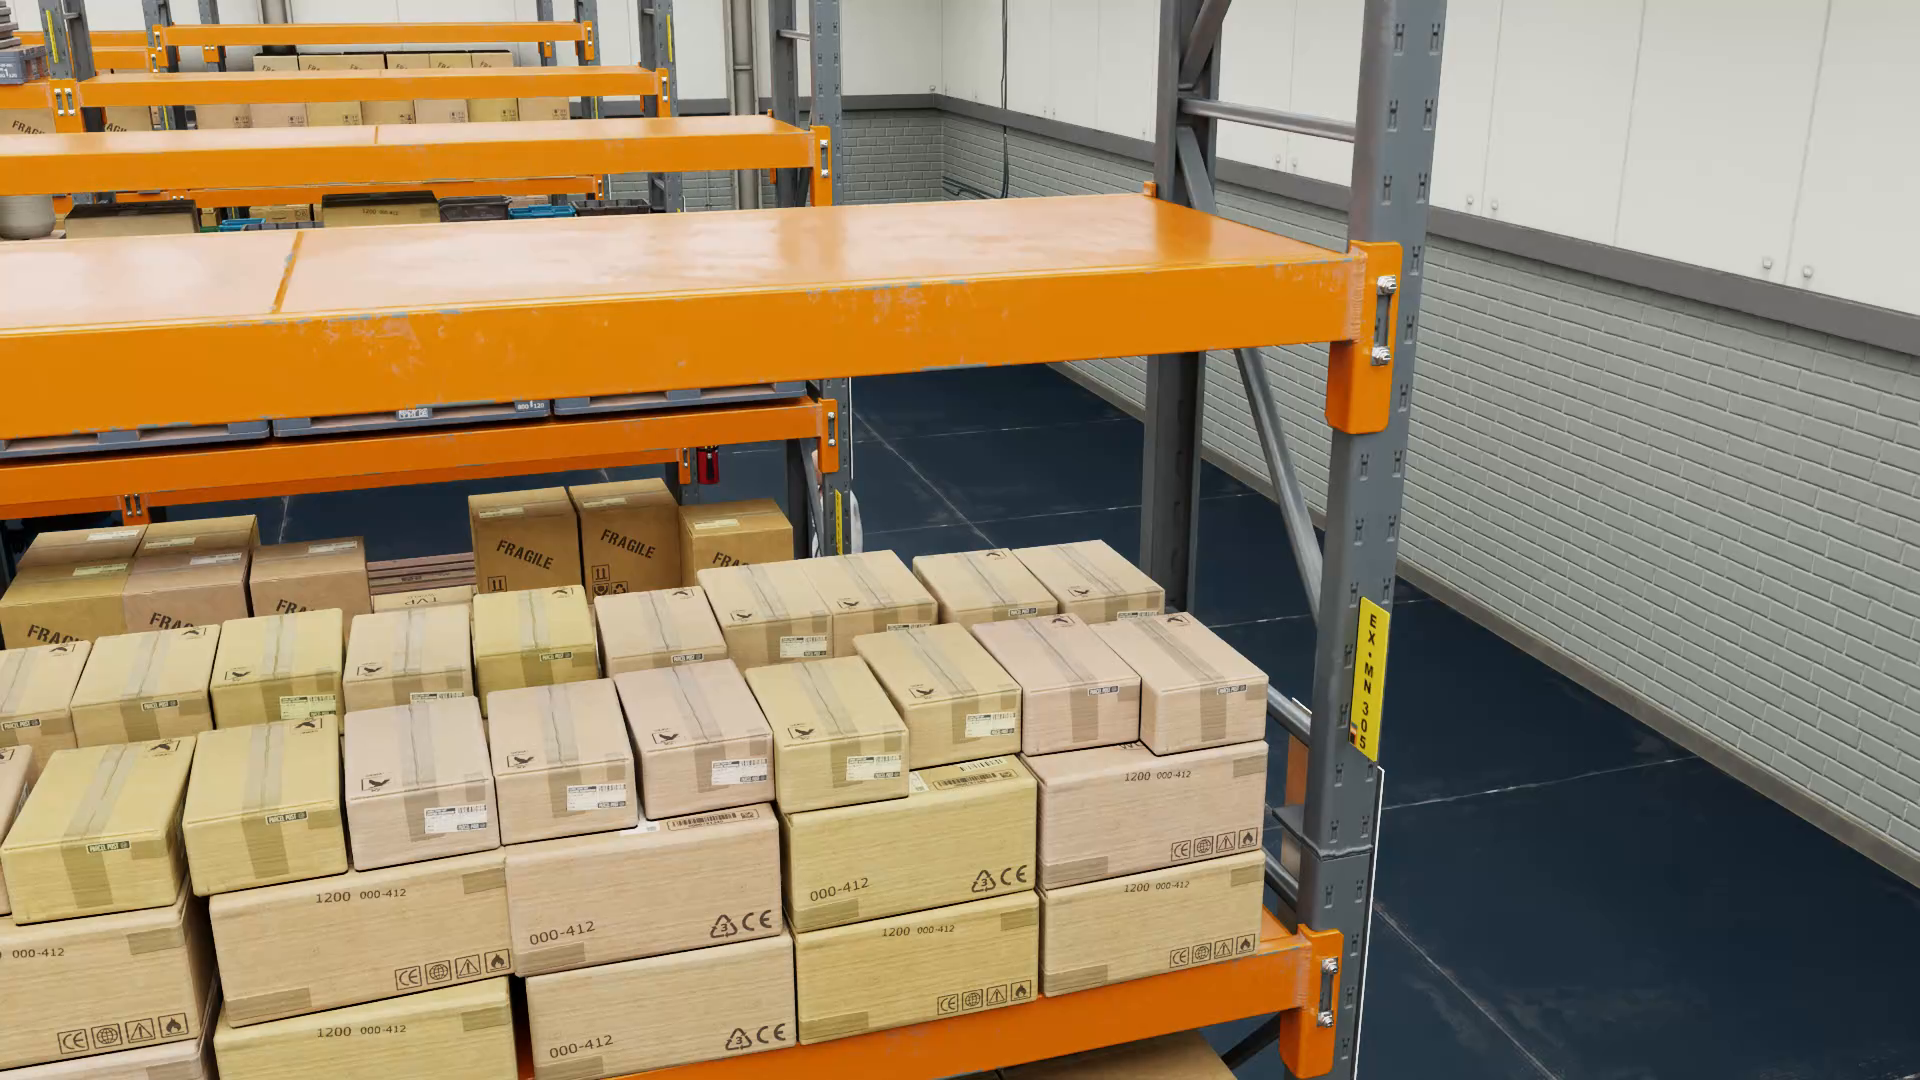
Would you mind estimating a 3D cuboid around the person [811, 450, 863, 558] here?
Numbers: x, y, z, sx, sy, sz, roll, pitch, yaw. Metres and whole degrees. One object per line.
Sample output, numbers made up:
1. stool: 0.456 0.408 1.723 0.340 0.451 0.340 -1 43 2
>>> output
1. person: -0.889 0.218 11.454 0.423 1.774 0.653 -7 20 -20
